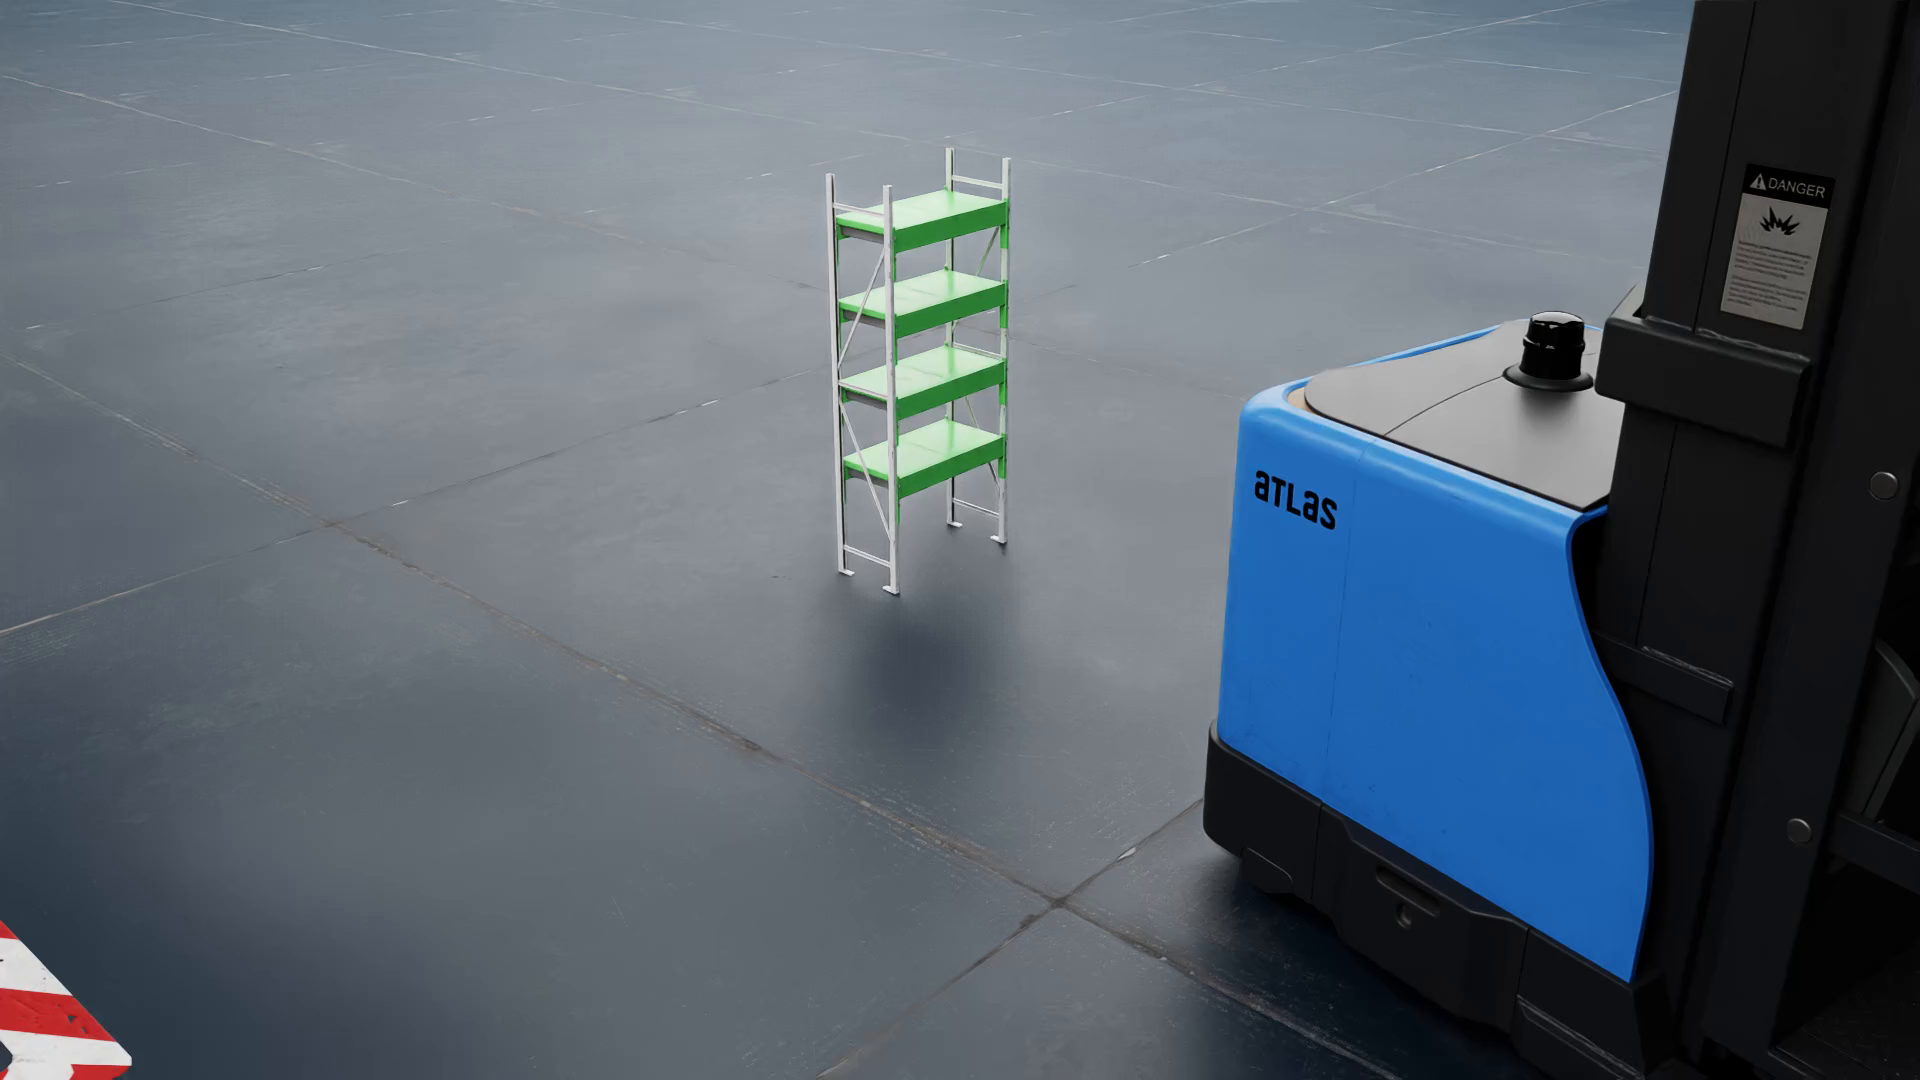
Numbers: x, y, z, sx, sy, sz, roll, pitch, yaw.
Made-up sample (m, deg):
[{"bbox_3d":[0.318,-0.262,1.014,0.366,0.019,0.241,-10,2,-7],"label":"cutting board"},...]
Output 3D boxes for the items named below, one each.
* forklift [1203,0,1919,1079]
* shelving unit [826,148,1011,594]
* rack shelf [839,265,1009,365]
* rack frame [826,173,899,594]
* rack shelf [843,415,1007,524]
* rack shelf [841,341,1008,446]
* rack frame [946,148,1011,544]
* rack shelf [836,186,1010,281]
[{"bbox_3d":[1.812,-0.276,2.284,1.130,2.935,3.031,-17,29,-33],"label":"forklift"},{"bbox_3d":[-0.110,-0.497,4.892,0.258,1.200,0.503,20,31,38],"label":"shelving unit"},{"bbox_3d":[-0.110,-0.658,4.820,0.258,0.148,0.480,20,31,38],"label":"rack shelf"},{"bbox_3d":[-0.273,-0.423,4.726,0.240,1.200,0.015,20,31,38],"label":"rack frame"},{"bbox_3d":[-0.110,-0.220,5.016,0.258,0.148,0.480,20,31,38],"label":"rack shelf"},{"bbox_3d":[-0.110,-0.439,4.918,0.258,0.148,0.480,20,31,38],"label":"rack shelf"},{"bbox_3d":[0.052,-0.571,5.058,0.240,1.200,0.015,20,31,38],"label":"rack frame"},{"bbox_3d":[-0.110,-0.877,4.722,0.258,0.148,0.480,20,31,38],"label":"rack shelf"}]
